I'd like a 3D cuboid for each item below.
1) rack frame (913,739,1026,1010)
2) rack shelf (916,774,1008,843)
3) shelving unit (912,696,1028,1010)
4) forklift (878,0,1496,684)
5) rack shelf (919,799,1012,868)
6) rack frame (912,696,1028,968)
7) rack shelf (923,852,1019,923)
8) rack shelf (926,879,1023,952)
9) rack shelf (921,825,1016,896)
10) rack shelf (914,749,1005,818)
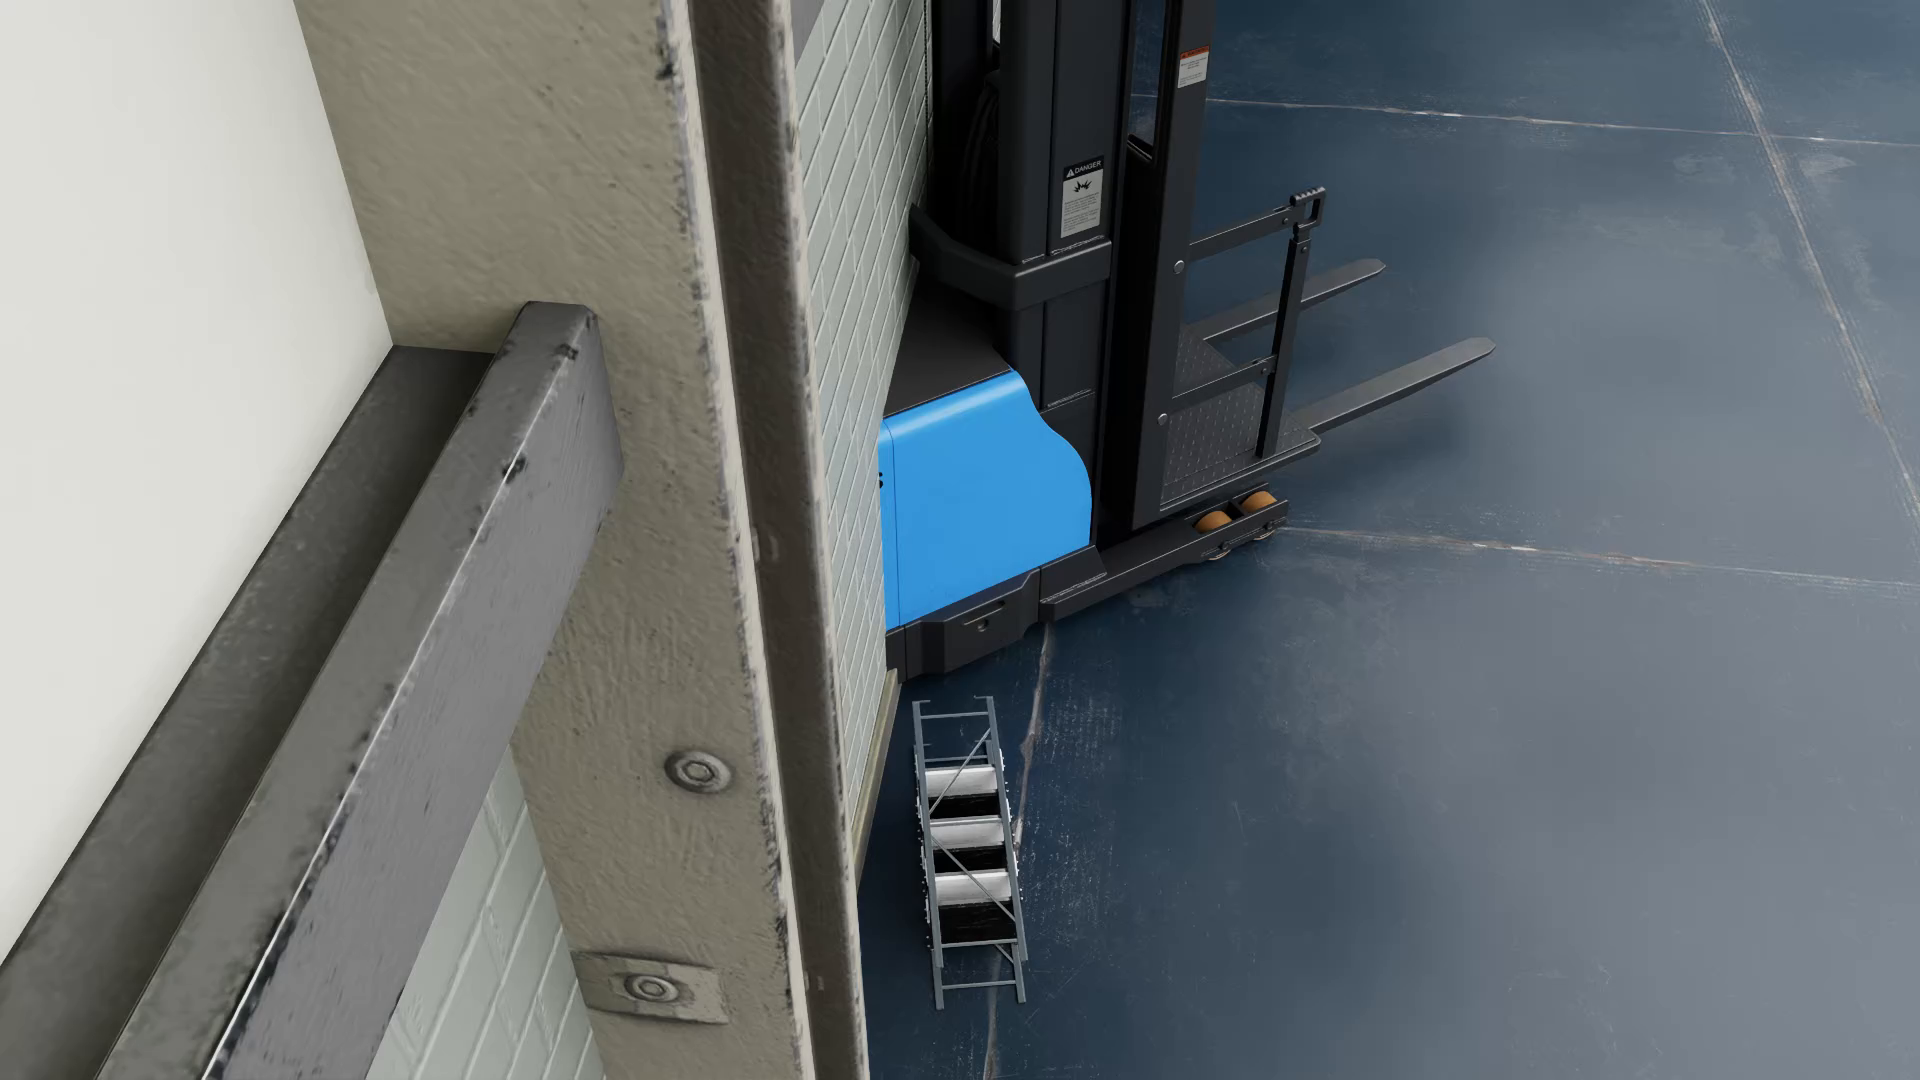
[{"bbox_3d":[0.017,0.930,4.757,0.240,0.006,0.900,-3,44,-4],"label":"rack frame"},{"bbox_3d":[0.006,0.772,4.775,0.258,0.200,0.077,-3,44,-4],"label":"rack shelf"},{"bbox_3d":[0.017,0.857,4.686,0.258,0.210,0.900,-3,44,-4],"label":"shelving unit"},{"bbox_3d":[0.533,-1.286,4.976,3.031,2.935,1.130,-23,48,-22],"label":"forklift"},{"bbox_3d":[0.014,0.834,4.710,0.258,0.200,0.077,-3,44,-4],"label":"rack shelf"},{"bbox_3d":[0.017,0.784,4.616,0.240,0.006,0.900,-3,44,-4],"label":"rack frame"},{"bbox_3d":[0.030,0.959,4.581,0.258,0.200,0.077,-3,44,-4],"label":"rack shelf"},{"bbox_3d":[0.038,1.021,4.517,0.258,0.200,0.077,-3,44,-4],"label":"rack shelf"},{"bbox_3d":[0.022,0.896,4.646,0.258,0.200,0.077,-3,44,-4],"label":"rack shelf"},{"bbox_3d":[-0.002,0.710,4.839,0.258,0.200,0.077,-3,44,-4],"label":"rack shelf"}]
